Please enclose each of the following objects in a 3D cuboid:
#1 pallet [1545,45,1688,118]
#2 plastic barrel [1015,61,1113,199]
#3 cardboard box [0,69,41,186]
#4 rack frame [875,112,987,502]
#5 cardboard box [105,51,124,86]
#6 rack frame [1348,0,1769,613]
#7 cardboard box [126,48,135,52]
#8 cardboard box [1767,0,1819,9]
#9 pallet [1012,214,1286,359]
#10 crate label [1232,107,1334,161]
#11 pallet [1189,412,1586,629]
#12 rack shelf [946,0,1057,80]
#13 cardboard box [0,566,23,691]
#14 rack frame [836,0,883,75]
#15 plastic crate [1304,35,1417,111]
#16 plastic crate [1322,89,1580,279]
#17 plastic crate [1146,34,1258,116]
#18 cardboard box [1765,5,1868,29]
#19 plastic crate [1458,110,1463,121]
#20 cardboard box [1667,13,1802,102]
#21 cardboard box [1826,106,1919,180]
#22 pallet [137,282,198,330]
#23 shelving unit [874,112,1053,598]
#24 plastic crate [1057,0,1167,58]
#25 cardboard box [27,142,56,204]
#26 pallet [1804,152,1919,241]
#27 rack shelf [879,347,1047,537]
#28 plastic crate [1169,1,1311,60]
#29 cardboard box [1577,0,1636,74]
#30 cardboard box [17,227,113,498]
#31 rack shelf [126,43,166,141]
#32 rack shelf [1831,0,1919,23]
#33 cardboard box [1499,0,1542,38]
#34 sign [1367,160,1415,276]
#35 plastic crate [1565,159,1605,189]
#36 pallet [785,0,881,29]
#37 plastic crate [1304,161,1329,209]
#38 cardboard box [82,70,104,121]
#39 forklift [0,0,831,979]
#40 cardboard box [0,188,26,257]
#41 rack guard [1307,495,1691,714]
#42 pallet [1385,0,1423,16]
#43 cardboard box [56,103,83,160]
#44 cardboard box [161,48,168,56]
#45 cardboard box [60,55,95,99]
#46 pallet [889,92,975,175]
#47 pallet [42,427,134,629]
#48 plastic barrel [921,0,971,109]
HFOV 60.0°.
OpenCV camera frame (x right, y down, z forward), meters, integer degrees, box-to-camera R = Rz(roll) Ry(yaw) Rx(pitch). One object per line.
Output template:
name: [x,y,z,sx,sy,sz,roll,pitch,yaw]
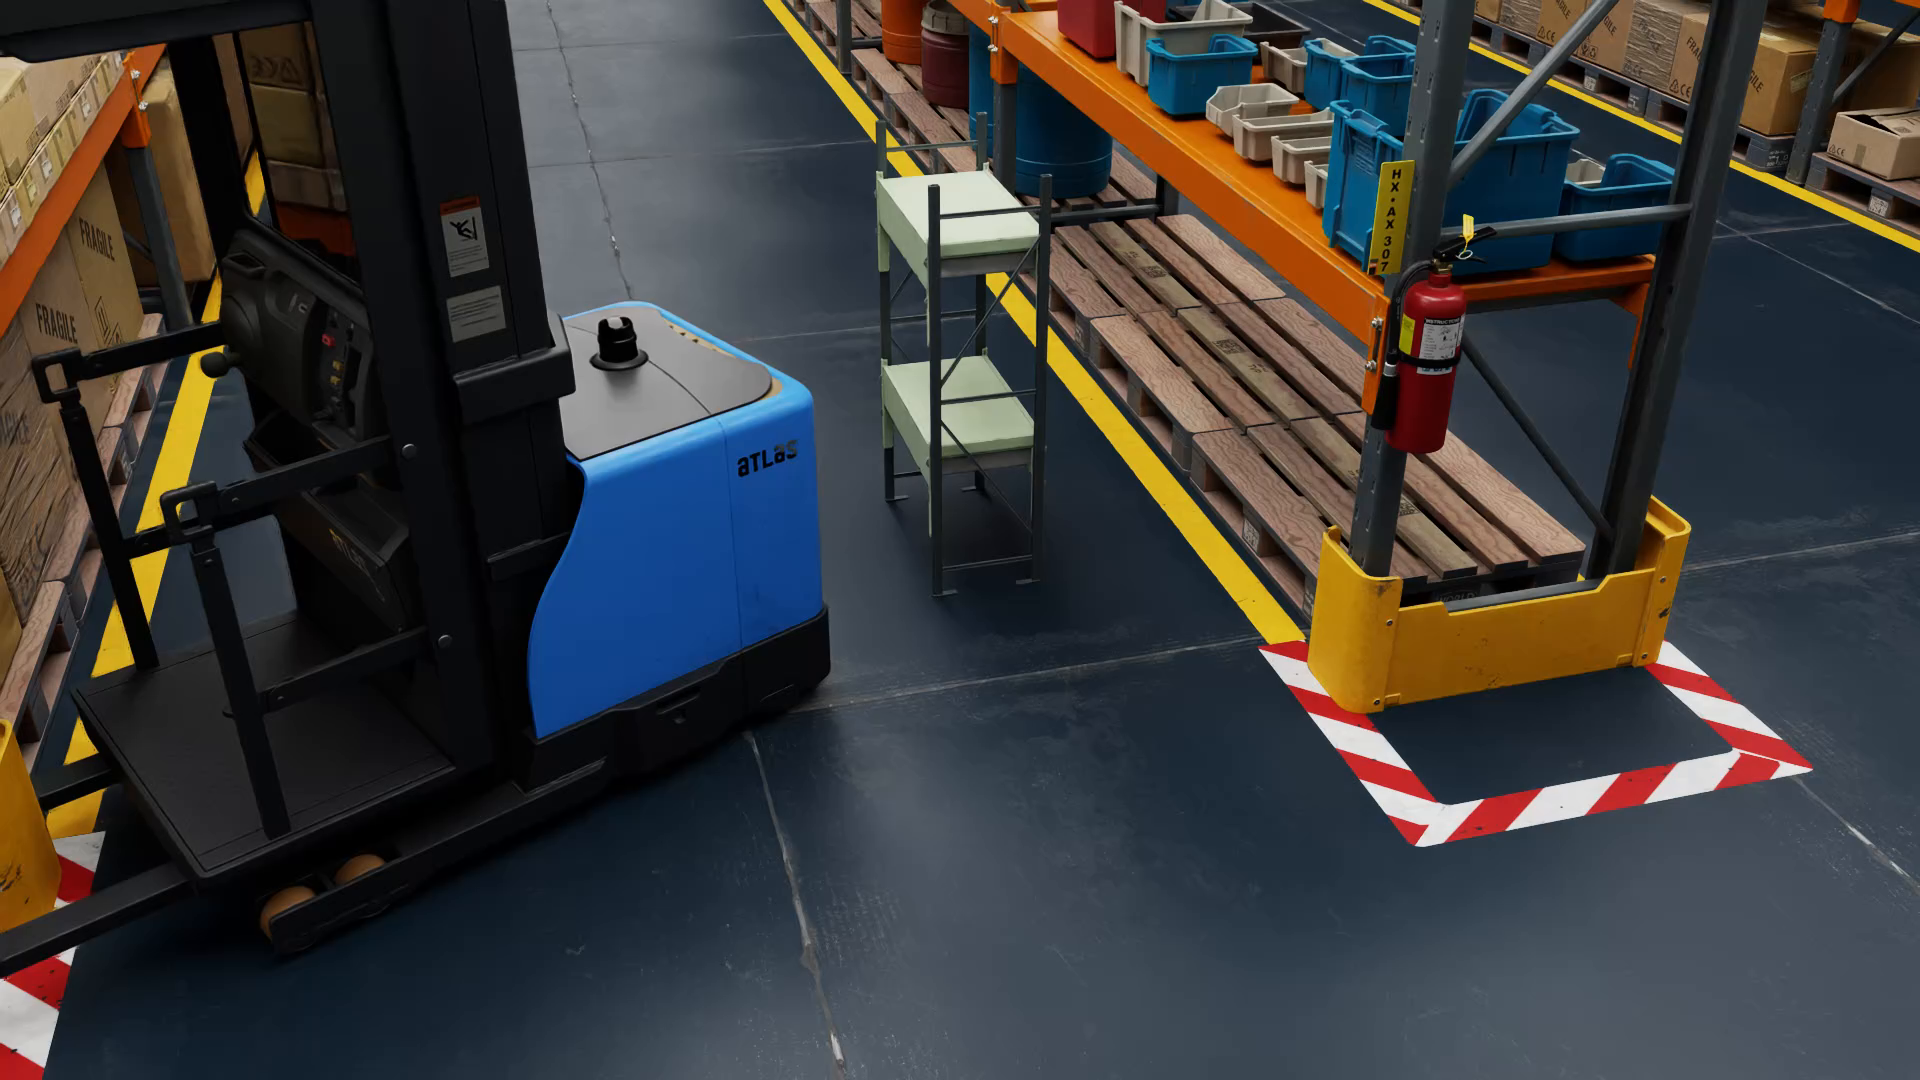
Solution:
pallet: [4.864,-3.267,11.684,1.003,0.211,1.213,-8,31,-13]
plastic barrel: [0.539,-2.377,9.039,0.600,0.901,0.708,-8,31,-13]
cardboard box: [-3.331,-1.325,5.397,0.500,0.250,0.500,-8,31,-14]
rack frame: [-0.099,-0.829,6.185,0.400,1.500,0.023,-8,31,-13]
cardboard box: [-3.711,-1.968,6.906,0.380,0.149,0.250,-8,31,-13]
rack frame: [1.729,-0.907,4.823,1.000,3.000,0.127,-8,31,-13]
cardboard box: [-3.989,-2.479,7.439,0.500,0.500,0.500,-8,31,-13]
cardboard box: [5.285,-3.678,10.917,0.500,0.250,0.500,-8,31,-13]
pallet: [0.900,-1.282,8.254,1.003,0.211,1.213,-8,31,-13]
crate label: [1.178,-1.462,5.984,0.396,0.136,0.243,-8,31,-13]
pallet: [1.548,-0.104,6.218,1.003,0.211,1.213,-8,31,-13]
rack shelf: [0.137,-3.493,10.009,1.077,0.370,4.000,-8,31,-13]
cardboard box: [-3.293,0.191,4.628,0.875,0.875,0.875,-8,31,-13]
rack frame: [-0.394,-4.771,11.498,1.000,3.000,0.127,-8,31,-13]
plastic crate: [1.552,-1.804,6.480,0.416,0.233,0.300,-8,31,-13]
plastic crate: [1.460,-1.085,5.035,0.616,0.435,0.499,-8,31,-13]
plastic crate: [0.937,-1.818,6.504,0.416,0.233,0.300,-8,31,-13]
cardboard box: [5.398,-3.126,10.713,0.500,0.500,0.500,-7,31,-13]
plastic crate: [1.796,-1.475,6.008,0.250,0.136,0.298,-8,31,-13]
cardboard box: [4.914,-3.044,10.571,0.500,0.500,0.500,-8,31,-13]
cardboard box: [5.347,-2.291,9.459,0.500,0.311,0.500,-8,31,-13]
pallet: [-4.385,-1.336,8.348,1.003,0.211,1.213,-8,31,-13]
shelving unit: [-0.002,-0.652,5.880,0.431,1.500,0.755,-8,31,-13]
plastic crate: [0.663,-2.428,7.327,0.402,0.464,0.583,-8,31,-13]
cardboard box: [-3.303,-1.224,5.621,0.380,0.149,0.250,-7,31,-12]
pallet: [5.625,-1.957,9.420,1.003,0.211,1.213,-8,31,-13]
rack shelf: [-0.002,-0.370,6.043,0.431,0.370,0.720,-8,31,-13]
plastic crate: [1.223,-2.241,7.342,0.437,0.125,0.590,-8,31,-13]
cardboard box: [4.644,-3.532,11.414,0.500,0.500,0.500,-9,31,-15]
cardboard box: [-3.771,-0.678,6.130,0.875,0.875,0.875,-8,31,-13]
rack shelf: [-4.639,-2.835,8.872,1.077,0.370,4.000,-8,31,-13]
rack shelf: [5.975,-2.218,7.806,1.077,0.370,4.000,-8,31,-13]
cardboard box: [4.372,-4.026,12.268,0.500,0.500,0.500,-9,31,-15]
sign: [1.203,-0.897,4.642,0.100,0.325,0.005,-8,31,-13]
plastic crate: [1.976,-1.148,5.442,0.250,0.136,0.298,-8,31,-13]
pallet: [-0.883,-4.531,13.868,1.003,0.211,1.213,-8,31,-13]
plastic crate: [1.338,-1.189,5.513,0.396,0.136,0.243,-8,31,-13]
cardboard box: [-3.575,-1.720,6.477,0.380,0.149,0.250,-8,31,-14]
forklift: [-1.862,-0.484,4.160,3.031,2.935,1.130,-23,37,-35]
cardboard box: [-3.166,-0.976,5.192,0.380,0.149,0.250,-8,31,-14]
rack guard: [1.748,0.185,5.432,1.175,0.500,0.348,-8,31,-13]
pallet: [4.201,-4.624,14.027,1.003,0.211,1.213,-8,31,-13]
cardboard box: [-3.438,-1.471,6.048,0.380,0.149,0.250,-7,31,-12]
cardboard box: [-4.535,-2.180,8.725,1.225,0.875,0.875,-9,31,-15]
cardboard box: [-3.598,-1.816,6.246,0.500,0.250,0.500,-7,31,-12]
pallet: [0.175,-2.601,10.532,1.003,0.211,1.213,-8,31,-13]
pallet: [-3.654,-0.005,6.049,1.003,0.211,1.213,-8,31,-13]
plastic barrel: [0.052,-3.129,10.650,0.600,0.588,0.708,-8,31,-13]
